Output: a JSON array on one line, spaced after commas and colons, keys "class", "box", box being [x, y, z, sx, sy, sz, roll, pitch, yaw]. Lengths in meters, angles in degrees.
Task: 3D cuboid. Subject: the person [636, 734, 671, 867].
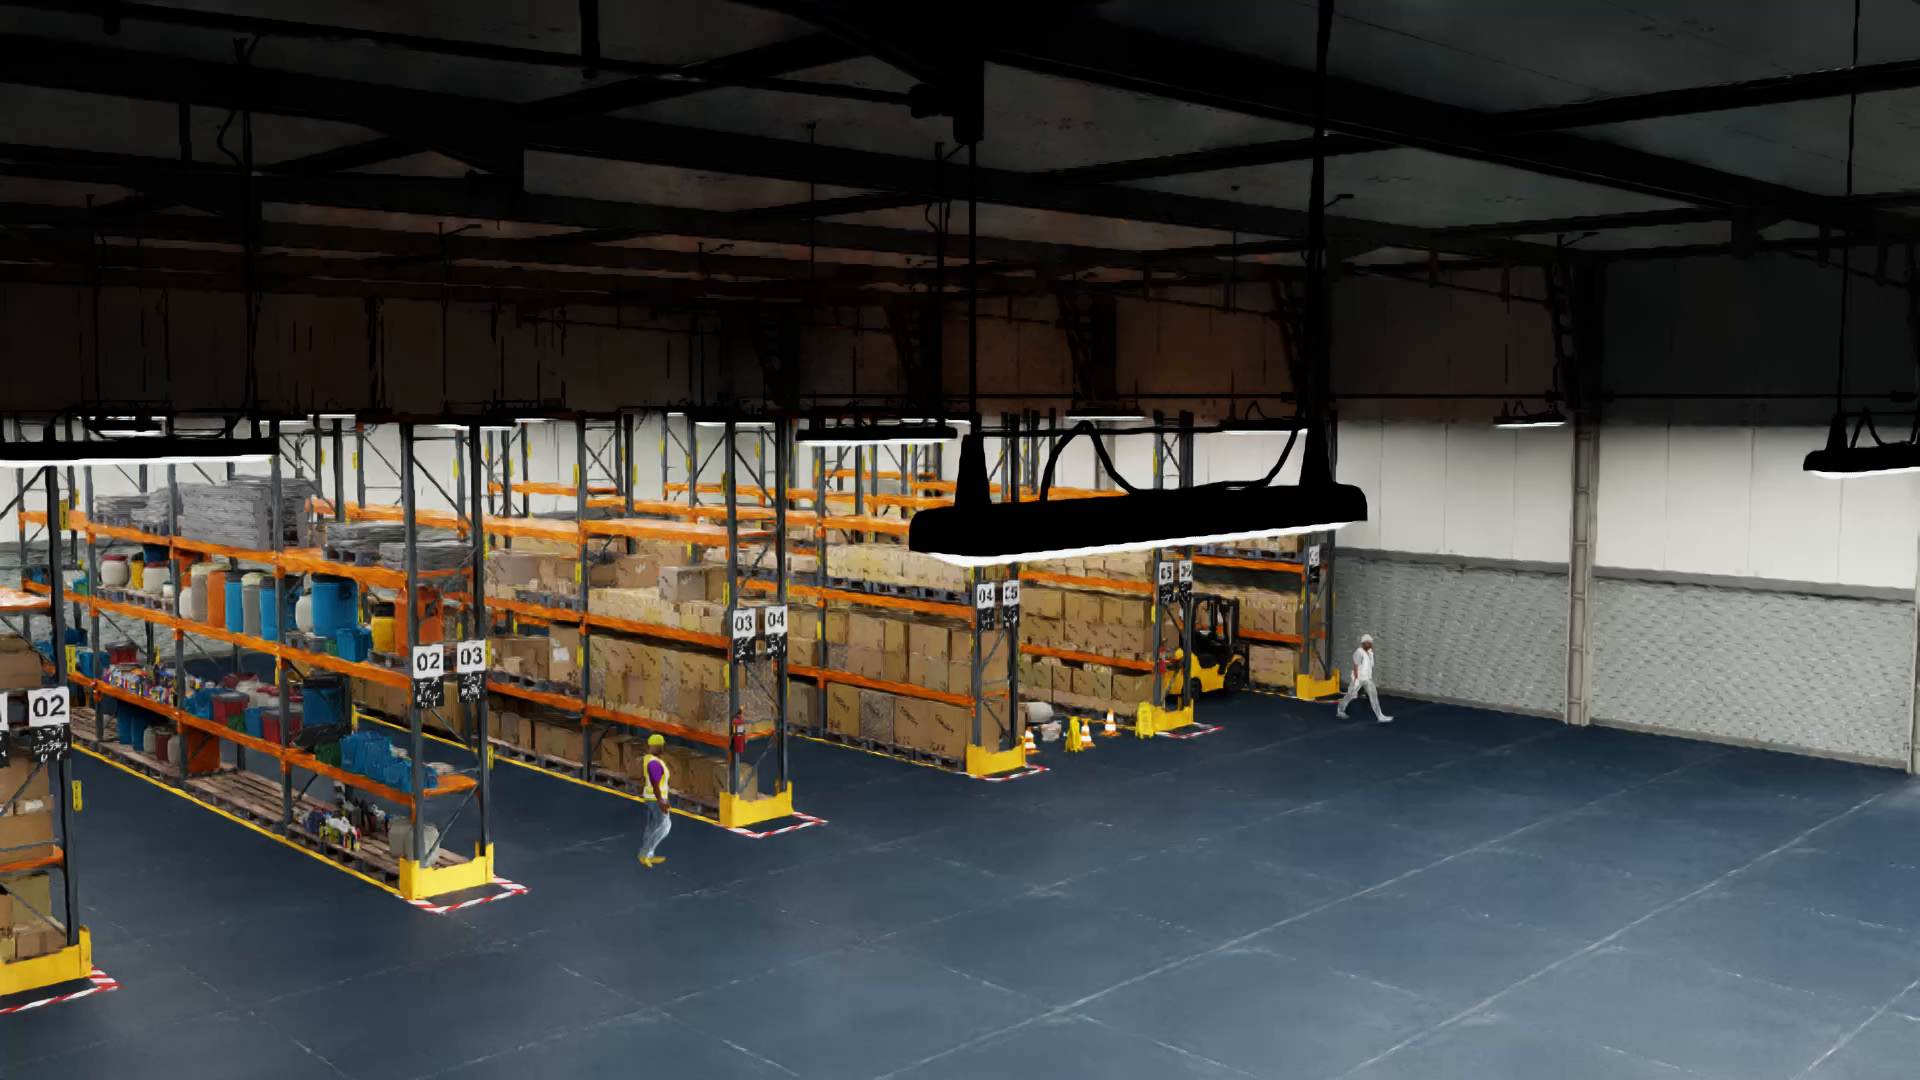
[{"class": "person", "box": [-4.126, 3.498, 22.371, 0.432, 1.761, 0.720, -1, 5, -16]}]

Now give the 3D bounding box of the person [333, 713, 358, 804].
[{"class": "person", "box": [-9.492, 3.188, 25.714, 0.625, 1.788, 0.468, 2, 5, 23]}]

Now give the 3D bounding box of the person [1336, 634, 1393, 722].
[{"class": "person", "box": [7.779, 2.663, 32.302, 0.566, 1.706, 0.944, -4, 7, -42]}]
